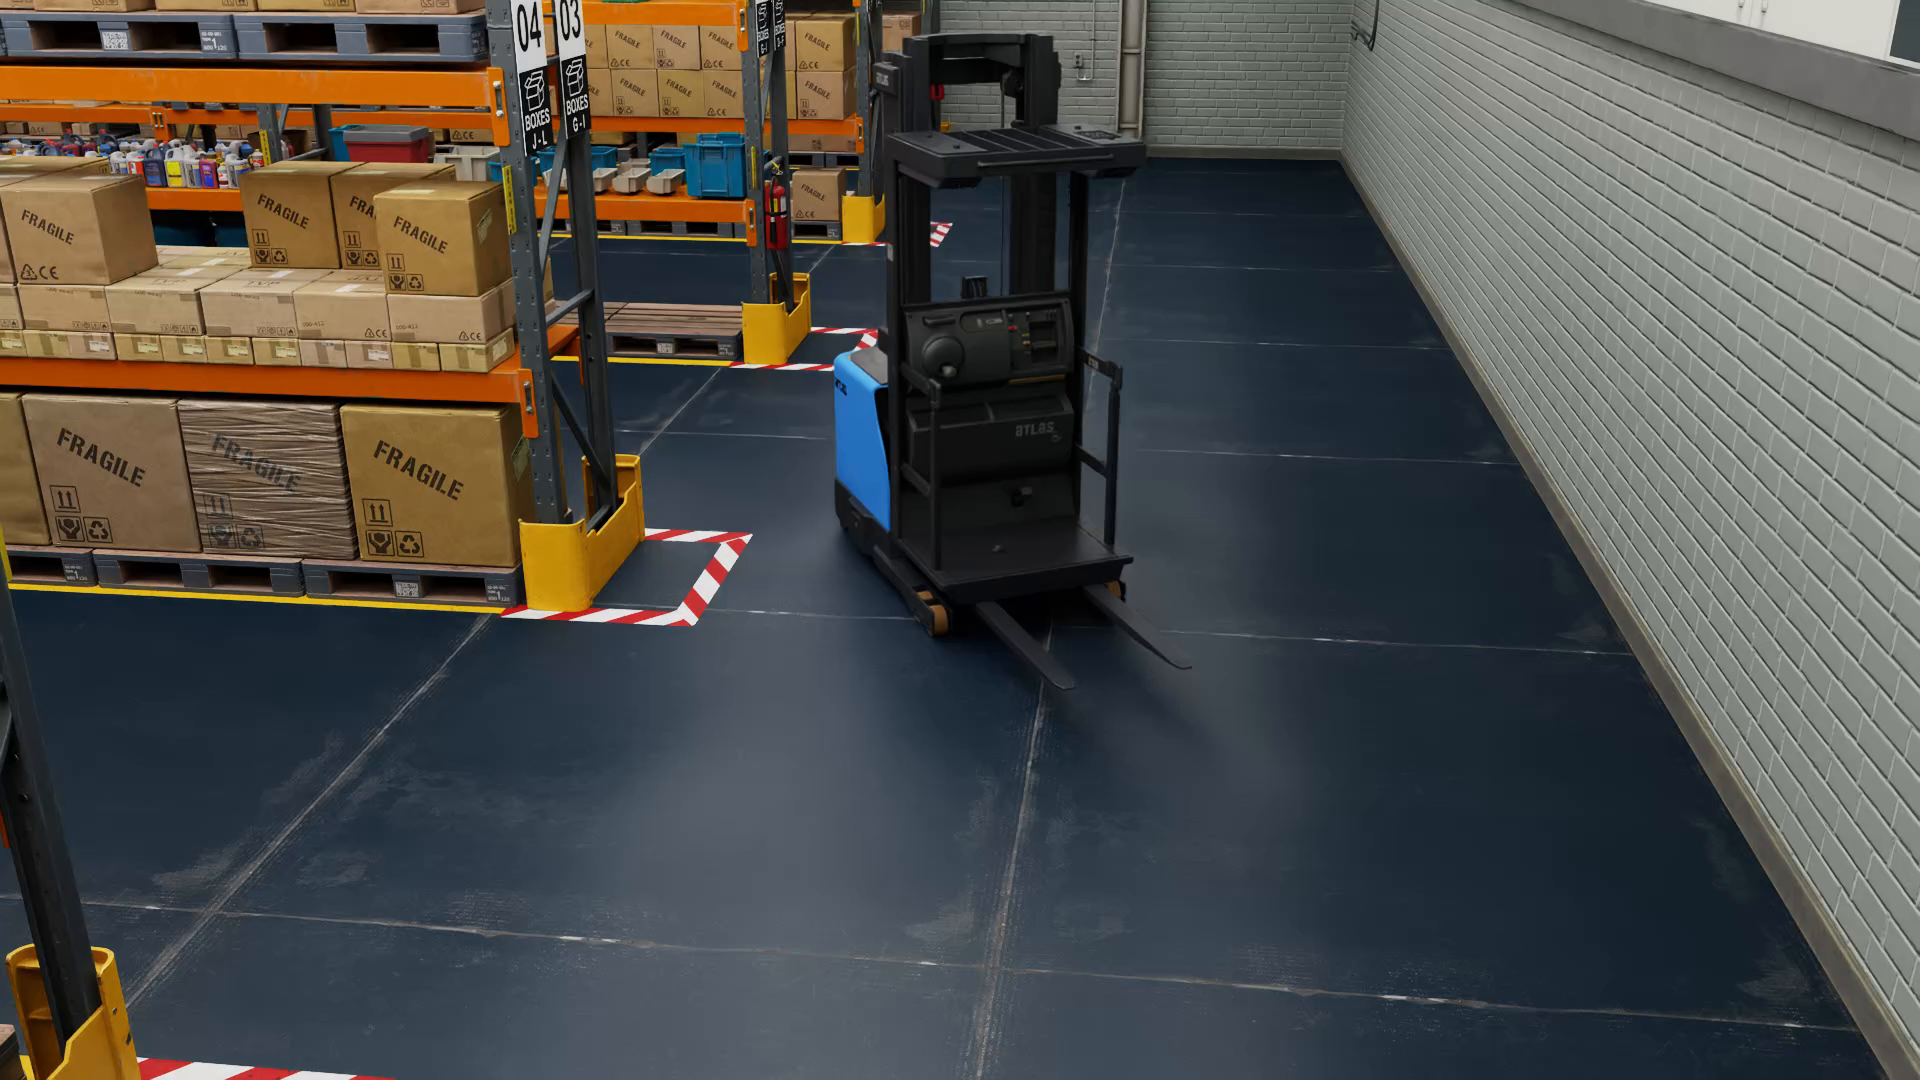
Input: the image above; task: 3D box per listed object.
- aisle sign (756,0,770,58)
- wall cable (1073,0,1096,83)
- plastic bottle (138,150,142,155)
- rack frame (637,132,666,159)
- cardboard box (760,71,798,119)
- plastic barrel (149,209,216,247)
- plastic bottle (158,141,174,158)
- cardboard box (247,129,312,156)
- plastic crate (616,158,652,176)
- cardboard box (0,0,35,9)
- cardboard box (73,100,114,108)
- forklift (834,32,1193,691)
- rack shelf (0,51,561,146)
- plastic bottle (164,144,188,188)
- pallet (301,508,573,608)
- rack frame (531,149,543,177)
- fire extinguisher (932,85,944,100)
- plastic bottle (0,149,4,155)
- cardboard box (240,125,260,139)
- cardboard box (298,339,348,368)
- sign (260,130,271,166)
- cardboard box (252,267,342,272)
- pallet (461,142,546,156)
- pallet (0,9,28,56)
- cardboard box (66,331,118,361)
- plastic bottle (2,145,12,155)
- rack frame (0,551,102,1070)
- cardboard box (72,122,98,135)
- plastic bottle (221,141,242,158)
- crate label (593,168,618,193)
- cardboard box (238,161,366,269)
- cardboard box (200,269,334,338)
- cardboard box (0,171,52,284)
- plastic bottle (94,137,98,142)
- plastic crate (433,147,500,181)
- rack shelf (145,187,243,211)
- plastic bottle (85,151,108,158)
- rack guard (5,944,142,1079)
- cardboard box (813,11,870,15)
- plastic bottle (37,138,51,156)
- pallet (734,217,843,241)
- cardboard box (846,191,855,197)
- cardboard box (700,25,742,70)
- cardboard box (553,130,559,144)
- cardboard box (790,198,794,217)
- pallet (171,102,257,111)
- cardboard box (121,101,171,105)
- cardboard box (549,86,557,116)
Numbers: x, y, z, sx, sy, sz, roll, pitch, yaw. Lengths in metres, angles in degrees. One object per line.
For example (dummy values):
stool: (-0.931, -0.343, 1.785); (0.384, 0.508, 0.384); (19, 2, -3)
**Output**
aisle sign: (-1.522, -4.132, 12.776); (0.004, 0.787, 0.394); (2, 22, 6)
wall cable: (0.989, -7.413, 23.228); (1.851, 1.984, 0.084); (2, 22, 6)
plastic bottle: (-7.092, -3.277, 14.419); (0.097, 0.201, 0.097); (0, 22, 0)
rack frame: (-4.366, -6.823, 23.119); (0.127, 3.000, 1.000); (2, 22, 6)
cardboard box: (-1.965, -4.829, 17.939); (0.500, 0.500, 0.500); (3, 22, 7)
plastic barrel: (-6.773, -2.486, 14.431); (0.708, 0.901, 0.600); (2, 22, 6)
plastic bottle: (-6.649, -3.164, 13.931); (0.185, 0.351, 0.144); (2, 22, 6)
cardboard box: (-7.904, -4.623, 19.335); (0.500, 0.250, 0.500); (3, 22, 8)
plastic crate: (-2.748, -3.143, 14.087); (0.298, 0.136, 0.250); (2, 22, 6)
cardboard box: (-4.797, -3.044, 8.637); (0.500, 0.500, 0.700); (4, 22, 9)
cardboard box: (-9.843, -5.009, 18.871); (0.250, 0.149, 0.380); (2, 22, 6)
forklift: (0.242, -1.035, 8.570); (1.130, 2.935, 3.031); (-8, 23, -20)
rack shelf: (-4.128, -2.372, 8.758); (4.000, 0.370, 1.077); (2, 22, 6)
plastic bottle: (-6.483, -3.104, 13.778); (0.185, 0.351, 0.144); (2, 22, 6)
pallet: (-2.945, 0.066, 9.486); (1.213, 0.211, 1.003); (2, 22, 6)
rack frame: (-4.945, -5.015, 18.544); (0.127, 3.000, 1.000); (2, 22, 6)
fire extinguisher: (-0.298, -6.266, 22.322); (0.183, 0.674, 0.296); (2, 22, 6)
plastic bottle: (-7.970, -3.122, 13.915); (0.133, 0.283, 0.061); (2, 22, 6)
cardboard box: (-10.054, -6.127, 24.158); (0.500, 0.500, 0.700); (2, 22, 6)
cardboard box: (-3.291, -1.036, 8.823); (0.250, 0.149, 0.380); (3, 22, 7)
sign: (-5.598, -3.134, 13.411); (0.005, 0.325, 0.100); (2, 22, 6)
cardboard box: (-3.603, -1.456, 9.342); (0.500, 0.250, 0.500); (2, 22, 4)
pallet: (-6.356, -5.584, 23.778); (1.213, 0.211, 1.003); (2, 22, 6)
pallet: (-5.303, -2.712, 8.762); (1.213, 0.211, 1.003); (2, 22, 6)
cardboard box: (-4.573, -1.091, 8.961); (0.250, 0.149, 0.380); (3, 22, 7)
plastic bottle: (-8.420, -3.391, 14.707); (0.097, 0.201, 0.097); (0, 22, 0)
rack frame: (-2.826, 0.580, 4.392); (0.053, 2.616, 0.949); (2, 22, 6)
cardboard box: (-12.845, -6.069, 24.466); (0.250, 0.166, 0.380); (0, 22, -1)
plastic bottle: (-6.310, -3.324, 14.435); (0.135, 0.276, 0.152); (2, 22, 6)
crate label: (-2.956, -2.929, 13.545); (0.243, 0.136, 0.396); (2, 22, 6)
cardboard box: (-3.599, -1.803, 9.201); (0.500, 0.500, 0.500); (2, 22, 5)
cardboard box: (-3.664, -1.262, 8.851); (0.500, 0.250, 0.500); (2, 22, 4)
cardboard box: (-5.181, -1.677, 8.881); (0.500, 0.500, 0.500); (2, 22, 6)
plastic bottle: (-7.601, -3.400, 14.619); (0.133, 0.283, 0.061); (2, 22, 6)
plastic crate: (-4.037, -3.046, 13.644); (0.530, 0.282, 0.437); (2, 22, 6)
rack shelf: (-7.518, -2.958, 14.321); (4.000, 0.370, 1.077); (2, 22, 6)
plastic bottle: (-7.189, -3.101, 13.873); (0.135, 0.276, 0.152); (2, 22, 6)
rack guard: (-2.902, 1.741, 4.857); (0.348, 0.500, 1.175); (2, 22, 6)
cardboard box: (-1.625, -6.836, 22.742); (0.700, 0.700, 0.980); (2, 22, 6)
plastic bottle: (-7.692, -3.213, 14.053); (0.185, 0.351, 0.144); (2, 22, 6)
pallet: (-1.840, -3.582, 18.714); (1.213, 0.211, 1.003); (2, 22, 6)
cardboard box: (-1.348, -3.864, 18.913); (0.250, 0.149, 0.380); (2, 22, 6)
cardboard box: (-2.464, -5.314, 17.806); (0.500, 0.500, 0.500); (3, 22, 8)
cardboard box: (-5.909, -6.037, 23.483); (0.750, 0.750, 0.750); (3, 22, 8)
cardboard box: (-1.933, -3.713, 18.506); (0.250, 0.166, 0.380); (2, 22, 6)
pallet: (-8.236, -5.095, 19.008); (1.003, 0.211, 1.213); (2, 22, 6)
cardboard box: (-9.273, -5.178, 19.078); (0.500, 0.311, 0.500); (4, 22, 10)
cardboard box: (-4.471, -4.940, 18.218); (0.500, 0.500, 0.500); (3, 22, 8)
